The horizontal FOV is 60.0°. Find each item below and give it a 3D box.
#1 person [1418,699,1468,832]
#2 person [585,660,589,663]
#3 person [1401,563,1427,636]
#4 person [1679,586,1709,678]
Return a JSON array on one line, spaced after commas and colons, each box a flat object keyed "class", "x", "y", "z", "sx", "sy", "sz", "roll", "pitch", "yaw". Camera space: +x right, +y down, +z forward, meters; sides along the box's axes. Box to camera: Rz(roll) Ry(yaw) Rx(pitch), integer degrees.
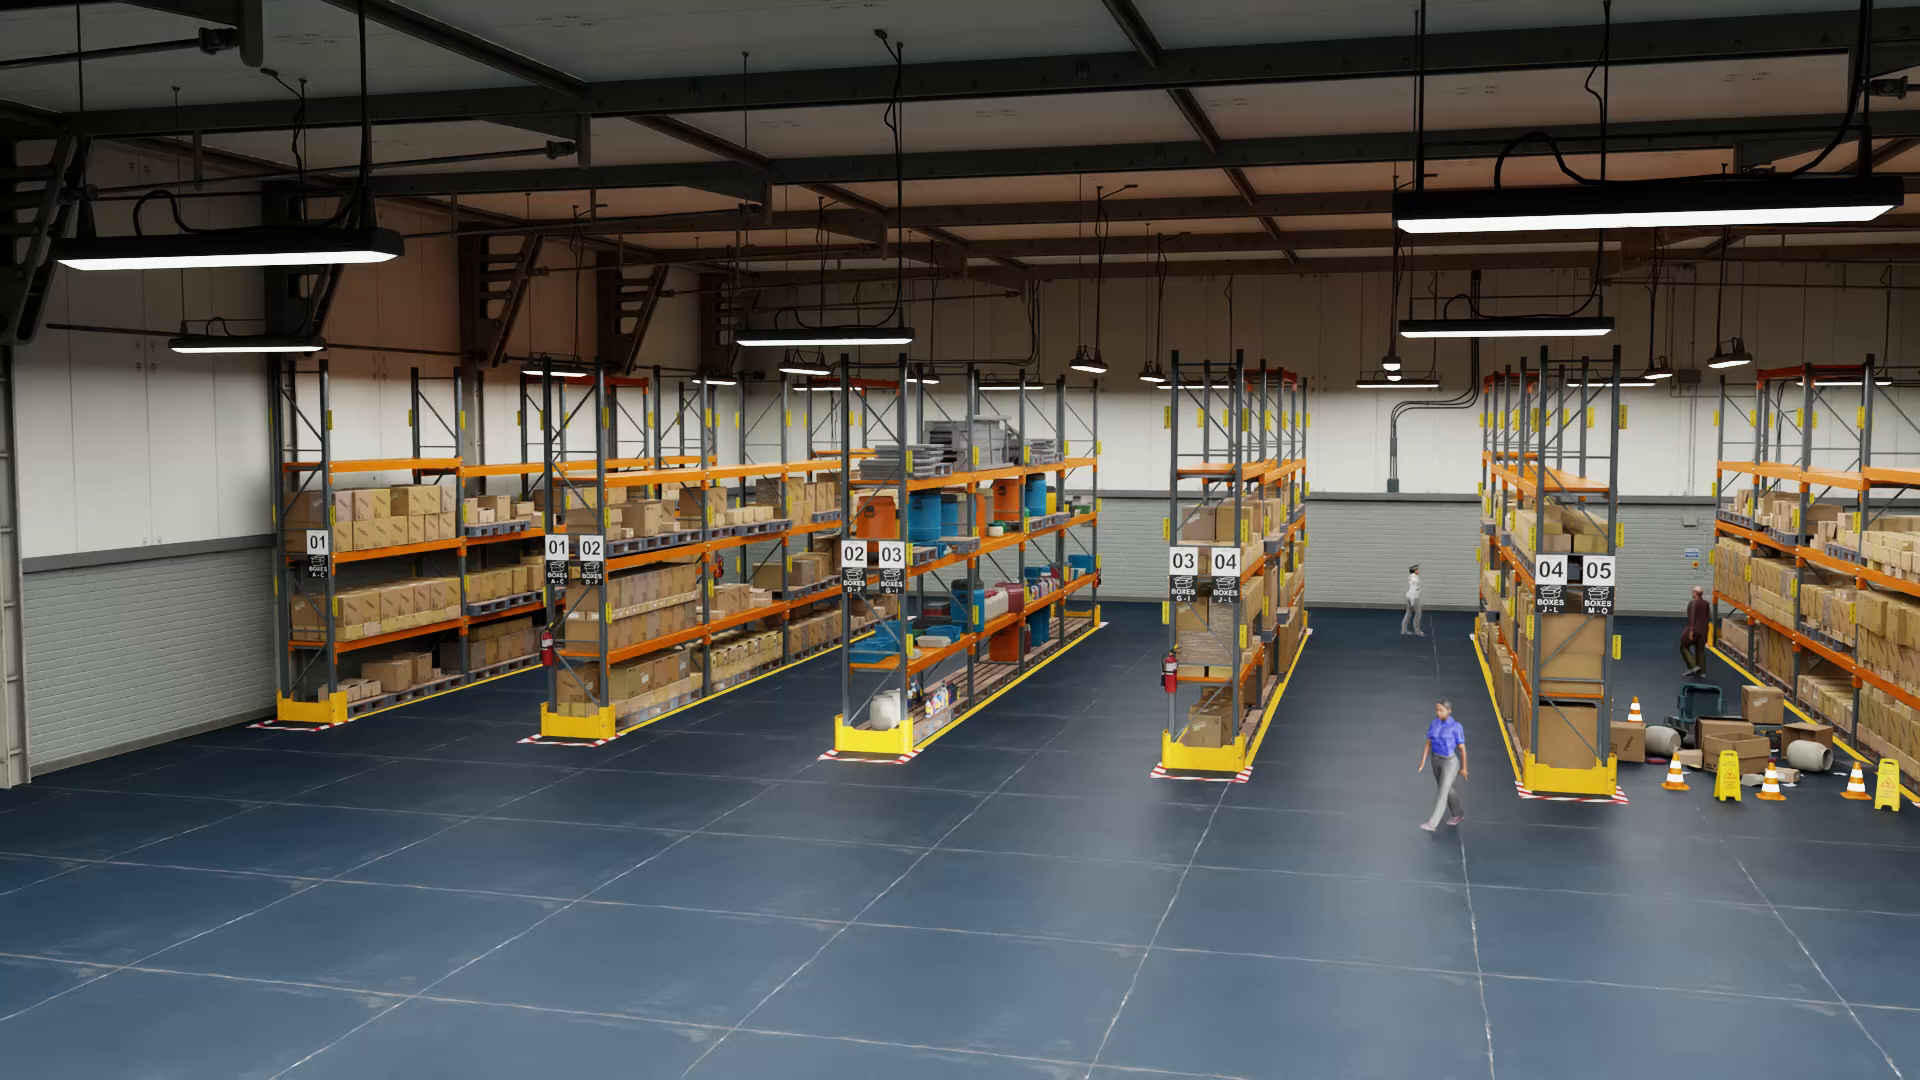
[{"class": "person", "x": 5.842, "y": 2.729, "z": 20.240, "sx": 1.045, "sy": 1.597, "sz": 0.474, "roll": -3, "pitch": 5, "yaw": -33}, {"class": "person", "x": -6.771, "y": 1.913, "z": 30.653, "sx": 0.598, "sy": 1.758, "sz": 0.541, "roll": 2, "pitch": 4, "yaw": 23}, {"class": "person", "x": 10.581, "y": 1.397, "z": 38.729, "sx": 0.594, "sy": 1.720, "sz": 0.523, "roll": 0, "pitch": 4, "yaw": 0}, {"class": "person", "x": 14.331, "y": 1.782, "z": 32.298, "sx": 0.596, "sy": 1.769, "sz": 0.534, "roll": -1, "pitch": 4, "yaw": -15}]
